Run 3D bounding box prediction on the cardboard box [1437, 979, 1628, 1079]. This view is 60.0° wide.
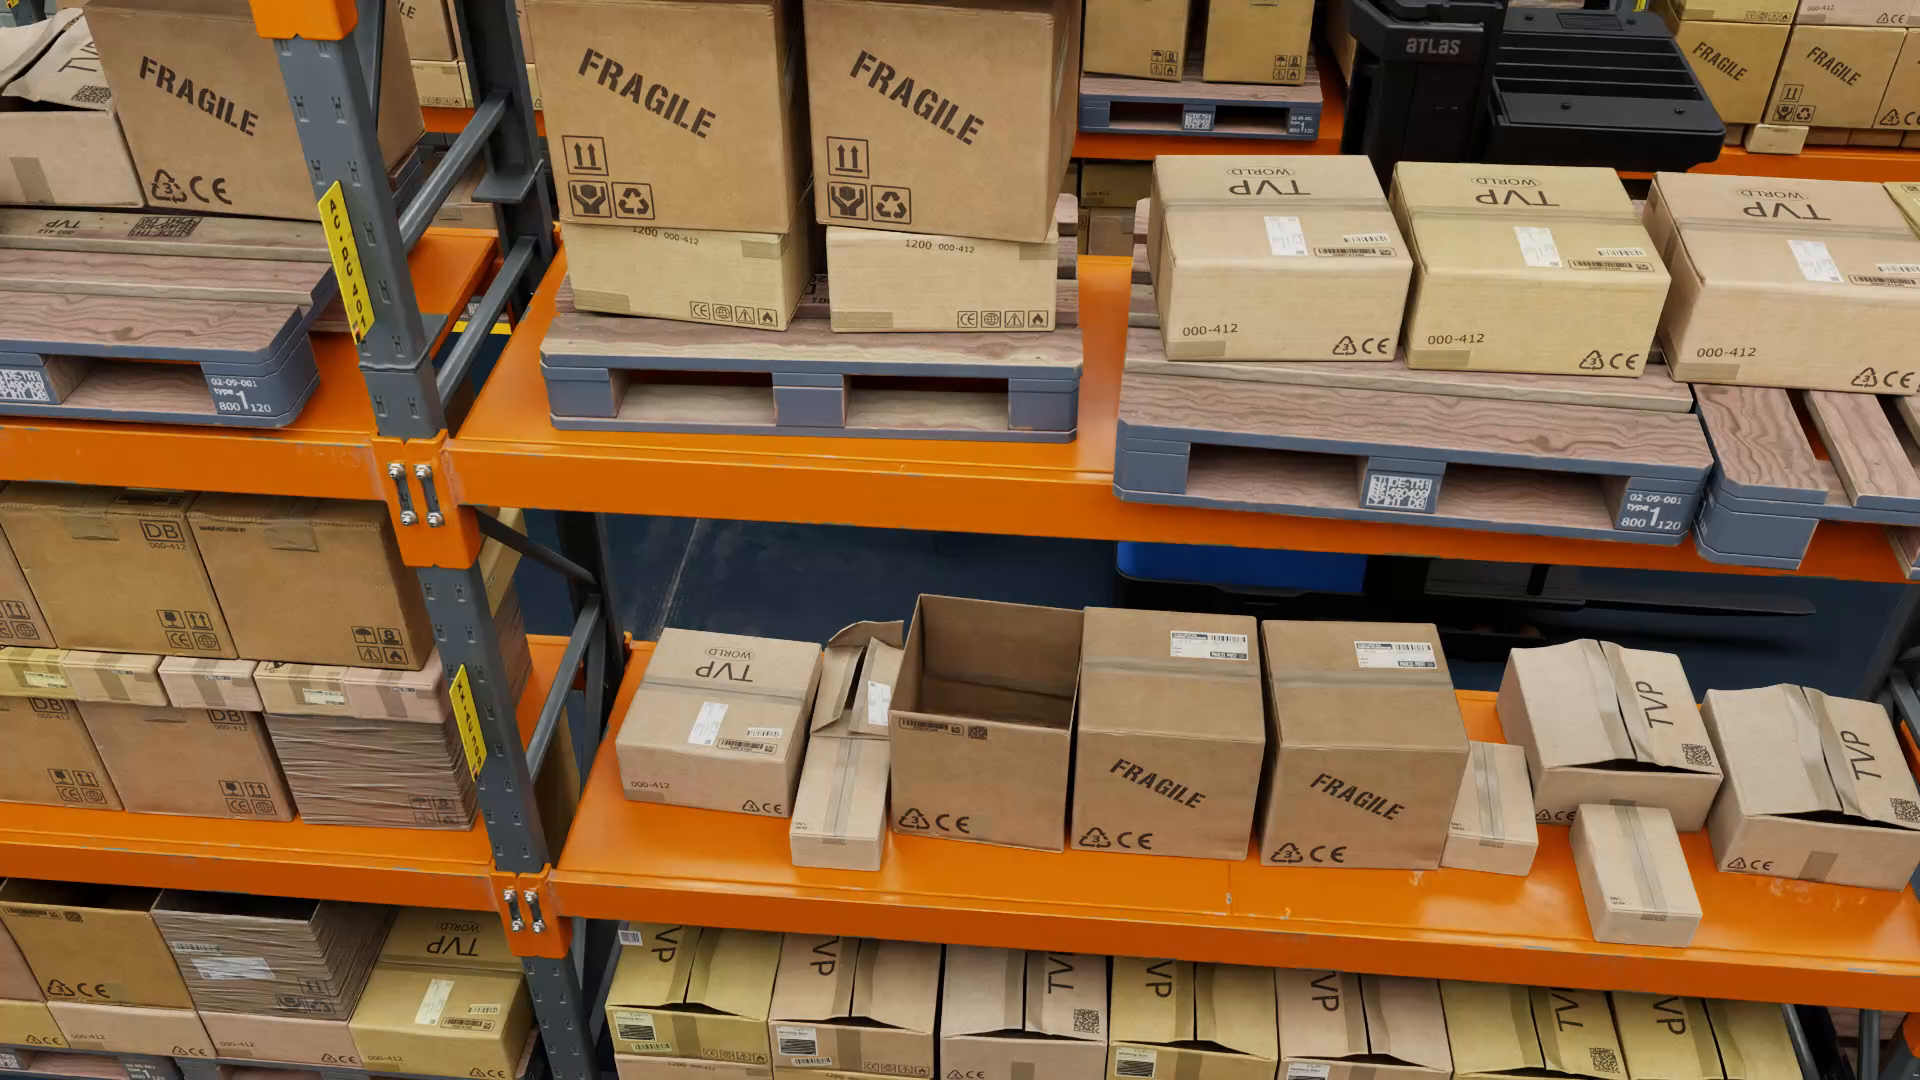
[{"bbox_3d":[1.723,1.490,5.114,0.500,0.311,0.500,3,39,3],"label":"cardboard box"}]

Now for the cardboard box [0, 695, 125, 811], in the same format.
[{"bbox_3d":[-2.669,0.371,5.009,0.500,0.500,0.700,4,39,5],"label":"cardboard box"}]

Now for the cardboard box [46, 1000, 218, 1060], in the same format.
[{"bbox_3d":[-2.679,1.449,5.610,0.500,0.250,0.500,3,39,4],"label":"cardboard box"}]

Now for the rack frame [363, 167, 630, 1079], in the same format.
[{"bbox_3d":[-1.201,0.484,4.949,0.127,3.000,1.000,3,39,4],"label":"rack frame"}]

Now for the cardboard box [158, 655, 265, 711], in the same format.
[{"bbox_3d":[-1.998,0.287,4.599,0.250,0.149,0.380,2,39,3],"label":"cardboard box"}]

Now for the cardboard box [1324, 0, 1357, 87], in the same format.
[{"bbox_3d":[2.180,-2.656,8.379,0.500,0.500,0.700,0,39,0],"label":"cardboard box"}]

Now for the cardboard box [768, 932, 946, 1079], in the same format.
[{"bbox_3d":[-0.313,1.380,5.250,0.500,0.311,0.500,3,39,3],"label":"cardboard box"}]

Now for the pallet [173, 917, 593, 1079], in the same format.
[{"bbox_3d":[-1.990,1.496,5.915,1.213,0.211,1.003,3,39,4],"label":"pallet"}]

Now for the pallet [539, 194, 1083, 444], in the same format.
[{"bbox_3d":[-0.321,-0.565,4.014,1.217,0.209,0.805,2,39,2],"label":"pallet"}]

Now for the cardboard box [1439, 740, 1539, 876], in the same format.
[{"bbox_3d":[1.509,0.766,4.803,0.250,0.149,0.380,6,40,7],"label":"cardboard box"}]

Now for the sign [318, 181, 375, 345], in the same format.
[{"bbox_3d":[-1.247,-0.561,3.385,0.005,0.325,0.100,3,39,4],"label":"sign"}]

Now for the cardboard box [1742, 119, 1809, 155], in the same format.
[{"bbox_3d":[4.024,-2.073,8.275,0.250,0.149,0.380,4,39,5],"label":"cardboard box"}]

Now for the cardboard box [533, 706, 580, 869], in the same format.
[{"bbox_3d":[-1.636,0.875,5.721,0.500,0.500,0.500,3,39,4],"label":"cardboard box"}]

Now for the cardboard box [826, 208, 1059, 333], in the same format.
[{"bbox_3d":[-0.041,-0.716,3.834,0.500,0.250,0.500,0,39,-1],"label":"cardboard box"}]

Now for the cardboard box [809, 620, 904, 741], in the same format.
[{"bbox_3d":[-0.309,0.469,5.075,0.258,0.266,0.396,2,39,3],"label":"cardboard box"}]

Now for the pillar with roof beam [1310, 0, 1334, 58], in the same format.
[{"bbox_3d":[1.616,-2.647,4.045,0.400,9.000,9.100,3,39,4],"label":"pillar with roof beam"}]

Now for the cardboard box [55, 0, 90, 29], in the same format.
[{"bbox_3d":[-4.313,-2.875,8.585,0.500,0.500,0.500,3,39,4],"label":"cardboard box"}]

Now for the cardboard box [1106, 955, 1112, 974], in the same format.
[{"bbox_3d":[0.757,1.313,5.777,0.500,0.250,0.500,4,39,5],"label":"cardboard box"}]

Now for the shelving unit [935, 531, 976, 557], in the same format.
[{"bbox_3d":[-0.014,-0.466,7.543,0.189,1.200,0.258,3,39,4],"label":"shelving unit"}]

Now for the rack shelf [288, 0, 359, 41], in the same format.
[{"bbox_3d":[0.792,-1.299,3.275,4.000,0.370,1.077,3,39,4],"label":"rack shelf"}]

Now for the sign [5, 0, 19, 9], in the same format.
[{"bbox_3d":[-4.809,-2.844,8.352,0.005,0.325,0.100,3,39,4],"label":"sign"}]

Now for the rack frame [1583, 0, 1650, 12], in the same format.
[{"bbox_3d":[3.208,-2.413,8.509,0.127,3.000,1.000,3,39,4],"label":"rack frame"}]

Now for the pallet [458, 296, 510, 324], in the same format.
[{"bbox_3d":[-2.668,-1.629,9.755,1.213,0.211,1.003,3,39,4],"label":"pallet"}]

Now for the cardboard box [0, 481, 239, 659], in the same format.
[{"bbox_3d":[-2.147,-0.104,4.566,0.500,0.500,0.700,3,39,4],"label":"cardboard box"}]

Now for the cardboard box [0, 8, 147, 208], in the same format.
[{"bbox_3d":[-2.218,-1.084,4.127,0.500,0.311,0.500,1,39,1],"label":"cardboard box"}]

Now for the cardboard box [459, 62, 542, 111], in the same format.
[{"bbox_3d":[-2.273,-2.466,8.677,0.500,0.250,0.500,3,39,4],"label":"cardboard box"}]

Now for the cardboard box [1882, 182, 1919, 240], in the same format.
[{"bbox_3d":[2.327,-0.555,3.636,0.500,0.250,0.500,0,39,1],"label":"cardboard box"}]

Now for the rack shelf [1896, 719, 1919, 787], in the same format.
[{"bbox_3d":[4.777,1.090,4.775,4.000,0.370,1.077,3,39,4],"label":"rack shelf"}]

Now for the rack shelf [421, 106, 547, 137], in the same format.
[{"bbox_3d":[-2.770,-2.461,9.138,4.000,0.370,1.077,3,39,4],"label":"rack shelf"}]

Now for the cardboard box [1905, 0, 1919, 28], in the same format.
[{"bbox_3d":[4.672,-2.626,7.845,0.500,0.250,0.500,3,39,4],"label":"cardboard box"}]

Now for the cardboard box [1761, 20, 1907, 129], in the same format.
[{"bbox_3d":[4.191,-2.353,8.105,0.500,0.500,0.500,4,39,5],"label":"cardboard box"}]

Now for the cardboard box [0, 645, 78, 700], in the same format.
[{"bbox_3d":[-2.504,0.257,4.635,0.250,0.149,0.380,3,39,4],"label":"cardboard box"}]

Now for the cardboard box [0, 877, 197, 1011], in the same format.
[{"bbox_3d":[-2.677,1.150,5.383,0.500,0.500,0.500,3,39,4],"label":"cardboard box"}]

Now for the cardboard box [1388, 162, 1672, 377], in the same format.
[{"bbox_3d":[1.234,-0.611,3.704,0.500,0.250,0.500,2,39,3],"label":"cardboard box"}]

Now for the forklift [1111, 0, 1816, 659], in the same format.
[{"bbox_3d":[2.227,-0.959,6.777,3.031,2.935,1.130,4,39,5],"label":"forklift"}]

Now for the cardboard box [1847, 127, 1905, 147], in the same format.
[{"bbox_3d":[4.544,-2.128,8.342,0.250,0.149,0.380,4,39,5],"label":"cardboard box"}]

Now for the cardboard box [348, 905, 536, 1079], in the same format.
[{"bbox_3d":[-1.682,1.500,5.547,0.500,0.250,0.500,3,39,4],"label":"cardboard box"}]

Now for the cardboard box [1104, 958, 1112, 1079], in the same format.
[{"bbox_3d":[0.712,1.649,5.364,0.500,0.250,0.500,4,39,5],"label":"cardboard box"}]

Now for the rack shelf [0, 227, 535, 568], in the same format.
[{"bbox_3d":[-3.194,-0.509,4.363,4.000,0.370,1.077,3,39,4],"label":"rack shelf"}]

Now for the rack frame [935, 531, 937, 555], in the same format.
[{"bbox_3d":[-0.106,-0.471,7.549,0.006,1.200,0.240,3,39,4],"label":"rack frame"}]

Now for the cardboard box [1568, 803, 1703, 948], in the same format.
[{"bbox_3d":[1.864,0.925,4.608,0.250,0.149,0.380,3,39,4],"label":"cardboard box"}]

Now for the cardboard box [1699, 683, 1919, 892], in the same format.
[{"bbox_3d":[2.425,0.690,4.768,0.500,0.311,0.500,5,39,7],"label":"cardboard box"}]

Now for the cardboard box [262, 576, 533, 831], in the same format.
[{"bbox_3d":[-1.644,0.425,4.942,0.500,0.500,0.700,2,39,3],"label":"cardboard box"}]

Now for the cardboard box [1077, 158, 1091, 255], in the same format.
[{"bbox_3d":[0.477,-1.806,9.395,0.500,0.500,0.700,2,39,3],"label":"cardboard box"}]

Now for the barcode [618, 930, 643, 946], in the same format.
[{"bbox_3d":[-0.983,1.187,4.958,0.075,0.075,0.001,3,39,4],"label":"barcode"}]

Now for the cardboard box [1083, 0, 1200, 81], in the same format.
[{"bbox_3d":[0.942,-2.740,8.483,0.500,0.500,0.700,8,40,10],"label":"cardboard box"}]

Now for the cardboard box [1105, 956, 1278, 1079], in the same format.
[{"bbox_3d":[0.721,1.433,5.186,0.500,0.311,0.500,4,39,5],"label":"cardboard box"}]

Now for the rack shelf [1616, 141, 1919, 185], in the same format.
[{"bbox_3d":[5.200,-2.025,8.603,4.000,0.370,1.077,3,39,4],"label":"rack shelf"}]

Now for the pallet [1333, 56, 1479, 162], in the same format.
[{"bbox_3d":[2.489,-2.311,8.535,1.003,0.211,1.213,3,39,4],"label":"pallet"}]

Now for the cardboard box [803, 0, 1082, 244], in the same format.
[{"bbox_3d":[-0.021,-1.000,3.588,0.500,0.500,0.500,7,40,8],"label":"cardboard box"}]

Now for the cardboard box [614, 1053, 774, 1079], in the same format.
[{"bbox_3d":[-0.821,1.566,5.466,0.500,0.250,0.500,2,39,3],"label":"cardboard box"}]

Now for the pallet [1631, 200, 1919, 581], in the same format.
[{"bbox_3d":[2.100,-0.369,3.771,1.003,0.211,1.213,5,39,6],"label":"pallet"}]

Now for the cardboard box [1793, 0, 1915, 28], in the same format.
[{"bbox_3d":[4.173,-2.650,7.876,0.500,0.250,0.500,3,39,3],"label":"cardboard box"}]

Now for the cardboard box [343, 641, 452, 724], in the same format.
[{"bbox_3d":[-1.490,0.314,4.566,0.250,0.149,0.380,3,39,4],"label":"cardboard box"}]

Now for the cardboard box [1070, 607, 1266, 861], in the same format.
[{"bbox_3d":[0.587,0.554,4.785,0.500,0.500,0.500,3,39,4],"label":"cardboard box"}]

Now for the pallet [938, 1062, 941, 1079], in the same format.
[{"bbox_3d":[-0.464,1.581,5.810,1.213,0.211,1.003,3,39,4],"label":"pallet"}]

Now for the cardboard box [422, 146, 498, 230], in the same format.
[{"bbox_3d":[-2.786,-1.854,9.453,0.500,0.500,0.700,1,39,1],"label":"cardboard box"}]

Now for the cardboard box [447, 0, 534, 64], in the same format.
[{"bbox_3d":[-2.274,-2.761,8.445,0.500,0.500,0.500,2,39,3],"label":"cardboard box"}]

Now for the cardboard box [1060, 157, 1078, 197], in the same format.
[{"bbox_3d":[0.396,-2.072,9.127,0.500,0.250,0.500,2,39,3],"label":"cardboard box"}]

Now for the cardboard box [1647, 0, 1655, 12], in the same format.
[{"bbox_3d":[3.701,-2.715,8.550,0.500,0.500,0.500,3,39,4],"label":"cardboard box"}]
